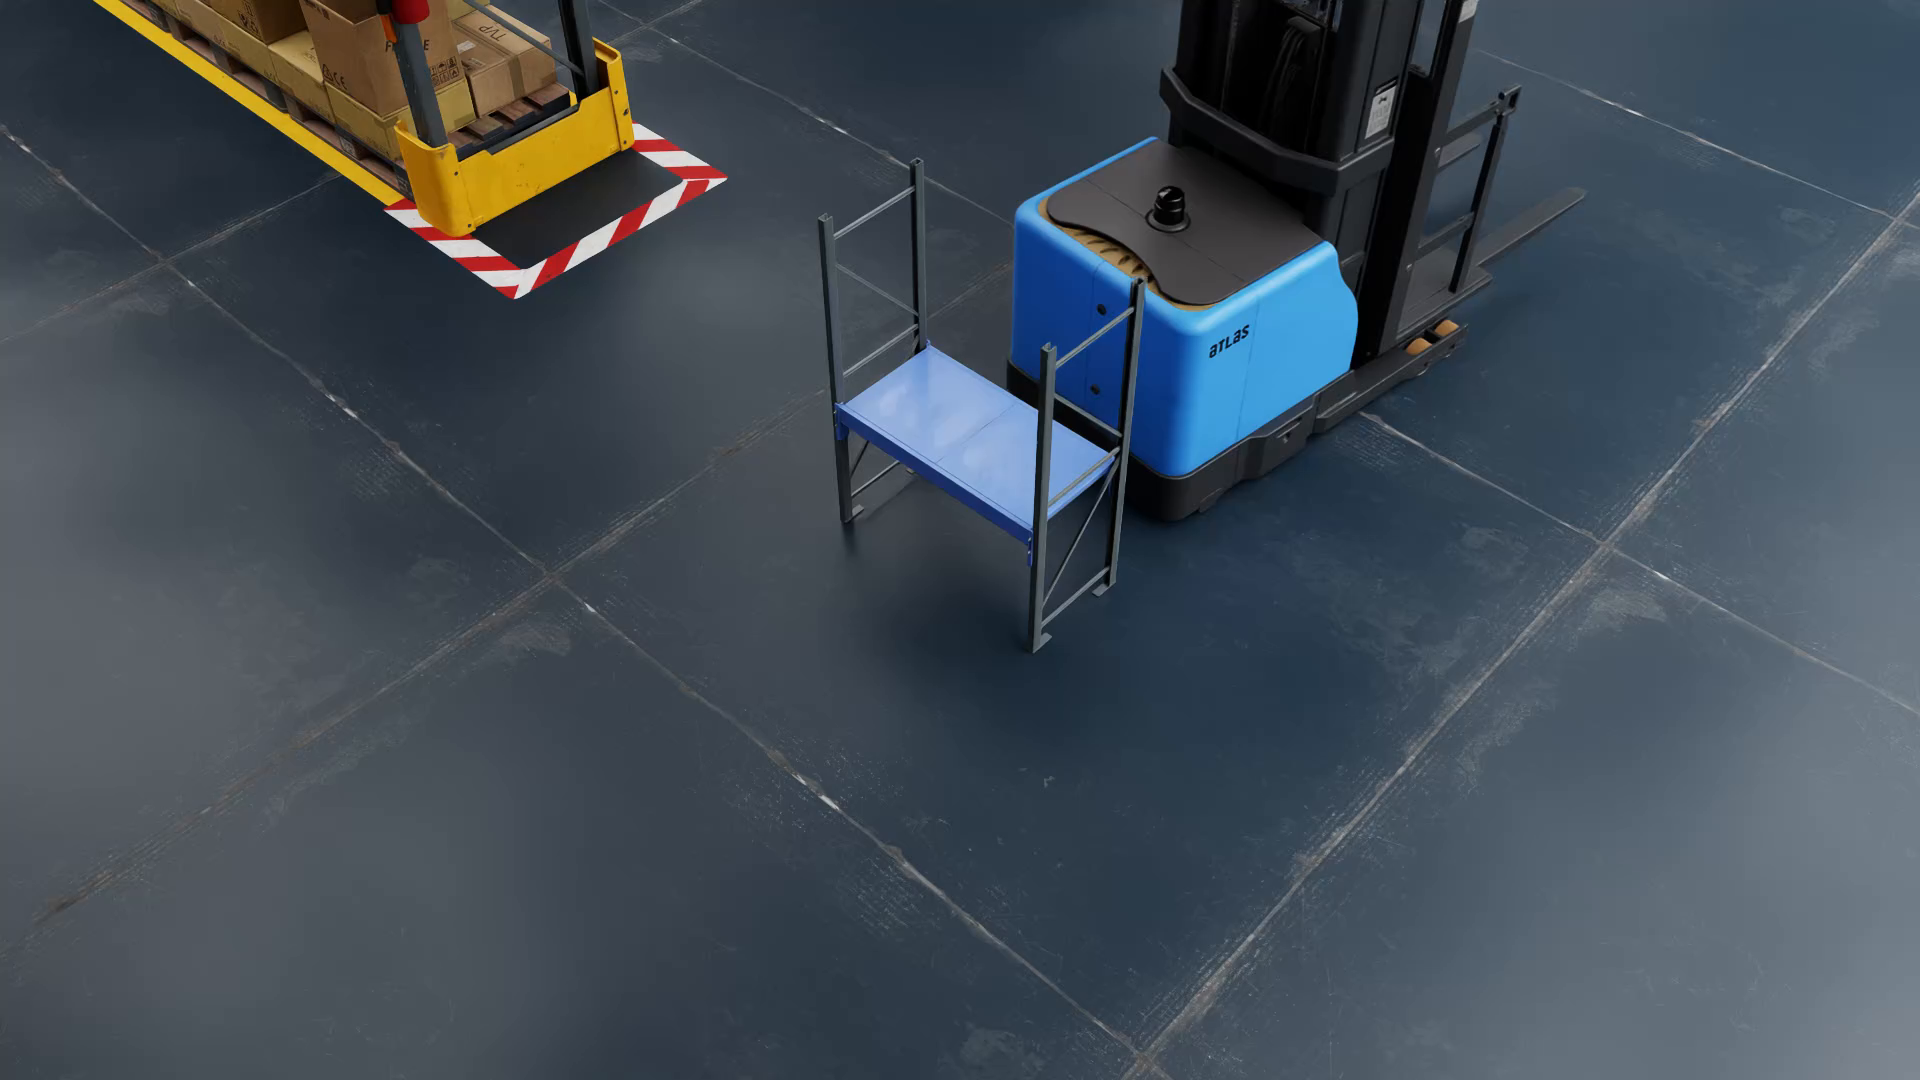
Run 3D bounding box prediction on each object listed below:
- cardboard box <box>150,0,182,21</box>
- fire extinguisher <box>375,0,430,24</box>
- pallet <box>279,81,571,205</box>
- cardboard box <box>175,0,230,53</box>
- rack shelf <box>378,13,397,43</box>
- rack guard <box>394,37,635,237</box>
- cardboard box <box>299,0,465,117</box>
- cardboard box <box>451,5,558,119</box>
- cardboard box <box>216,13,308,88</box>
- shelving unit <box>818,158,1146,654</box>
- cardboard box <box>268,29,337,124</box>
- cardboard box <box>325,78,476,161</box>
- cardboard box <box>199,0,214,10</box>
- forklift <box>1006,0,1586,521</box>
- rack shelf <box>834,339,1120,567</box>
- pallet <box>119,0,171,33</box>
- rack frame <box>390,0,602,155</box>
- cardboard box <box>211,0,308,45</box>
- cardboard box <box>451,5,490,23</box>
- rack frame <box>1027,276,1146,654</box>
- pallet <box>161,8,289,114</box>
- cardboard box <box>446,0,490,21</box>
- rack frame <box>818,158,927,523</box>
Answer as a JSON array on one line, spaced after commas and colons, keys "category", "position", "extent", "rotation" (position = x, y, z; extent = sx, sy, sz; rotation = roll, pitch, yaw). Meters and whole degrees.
[{"category": "cardboard box", "position": [-4.292, -3.187, 9.283], "extent": [0.500, 0.250, 0.500], "rotation": [34, 55, 28]}, {"category": "fire extinguisher", "position": [-2.444, -2.565, 7.153], "extent": [0.183, 0.674, 0.296], "rotation": [34, 55, 28]}, {"category": "pallet", "position": [-2.806, -2.300, 8.764], "extent": [1.213, 0.211, 1.003], "rotation": [34, 55, 28]}, {"category": "cardboard box", "position": [-3.921, -2.943, 9.054], "extent": [0.500, 0.250, 0.500], "rotation": [34, 55, 28]}, {"category": "rack shelf", "position": [-3.685, -3.641, 8.604], "extent": [4.000, 0.370, 1.077], "rotation": [34, 55, 28]}, {"category": "rack guard", "position": [-2.198, -2.031, 8.314], "extent": [0.348, 0.500, 1.175], "rotation": [34, 55, 28]}, {"category": "cardboard box", "position": [-2.812, -2.463, 8.089], "extent": [0.500, 0.500, 0.500], "rotation": [34, 55, 28]}, {"category": "cardboard box", "position": [-2.459, -2.485, 8.624], "extent": [0.500, 0.250, 0.500], "rotation": [34, 55, 28]}, {"category": "cardboard box", "position": [-3.554, -2.695, 8.821], "extent": [0.500, 0.250, 0.500], "rotation": [34, 55, 28]}, {"category": "shelving unit", "position": [0.063, -0.471, 6.164], "extent": [1.048, 1.500, 0.538], "rotation": [34, 55, 28]}, {"category": "cardboard box", "position": [-3.186, -2.449, 8.589], "extent": [0.500, 0.250, 0.500], "rotation": [34, 55, 28]}, {"category": "cardboard box", "position": [-2.810, -2.208, 8.363], "extent": [0.500, 0.250, 0.500], "rotation": [34, 55, 28]}, {"category": "cardboard box", "position": [-3.923, -3.198, 8.779], "extent": [0.500, 0.500, 0.500], "rotation": [34, 55, 28]}, {"category": "forklift", "position": [1.652, -2.003, 6.620], "extent": [3.031, 2.935, 1.130], "rotation": [-32, 54, -26]}, {"category": "rack shelf", "position": [0.063, -0.348, 6.295], "extent": [1.000, 0.185, 0.538], "rotation": [34, 55, 28]}, {"category": "pallet", "position": [-4.599, -3.506, 9.897], "extent": [1.213, 0.211, 1.003], "rotation": [34, 55, 28]}, {"category": "rack frame", "position": [-2.216, -2.898, 7.414], "extent": [0.127, 3.000, 1.000], "rotation": [34, 55, 28]}, {"category": "cardboard box", "position": [-3.556, -2.950, 8.546], "extent": [0.500, 0.500, 0.500], "rotation": [34, 55, 28]}, {"category": "cardboard box", "position": [-2.829, -2.730, 8.854], "extent": [0.500, 0.250, 0.500], "rotation": [34, 55, 28]}, {"category": "rack frame", "position": [0.436, -0.220, 5.928], "extent": [0.032, 1.500, 0.500], "rotation": [34, 55, 28]}, {"category": "pallet", "position": [-3.698, -2.903, 9.331], "extent": [1.213, 0.211, 1.003], "rotation": [34, 55, 28]}, {"category": "cardboard box", "position": [-2.828, -2.988, 8.582], "extent": [0.500, 0.500, 0.500], "rotation": [34, 55, 28]}, {"category": "rack frame", "position": [-0.311, -0.723, 6.400], "extent": [0.032, 1.500, 0.500], "rotation": [34, 55, 28]}]
